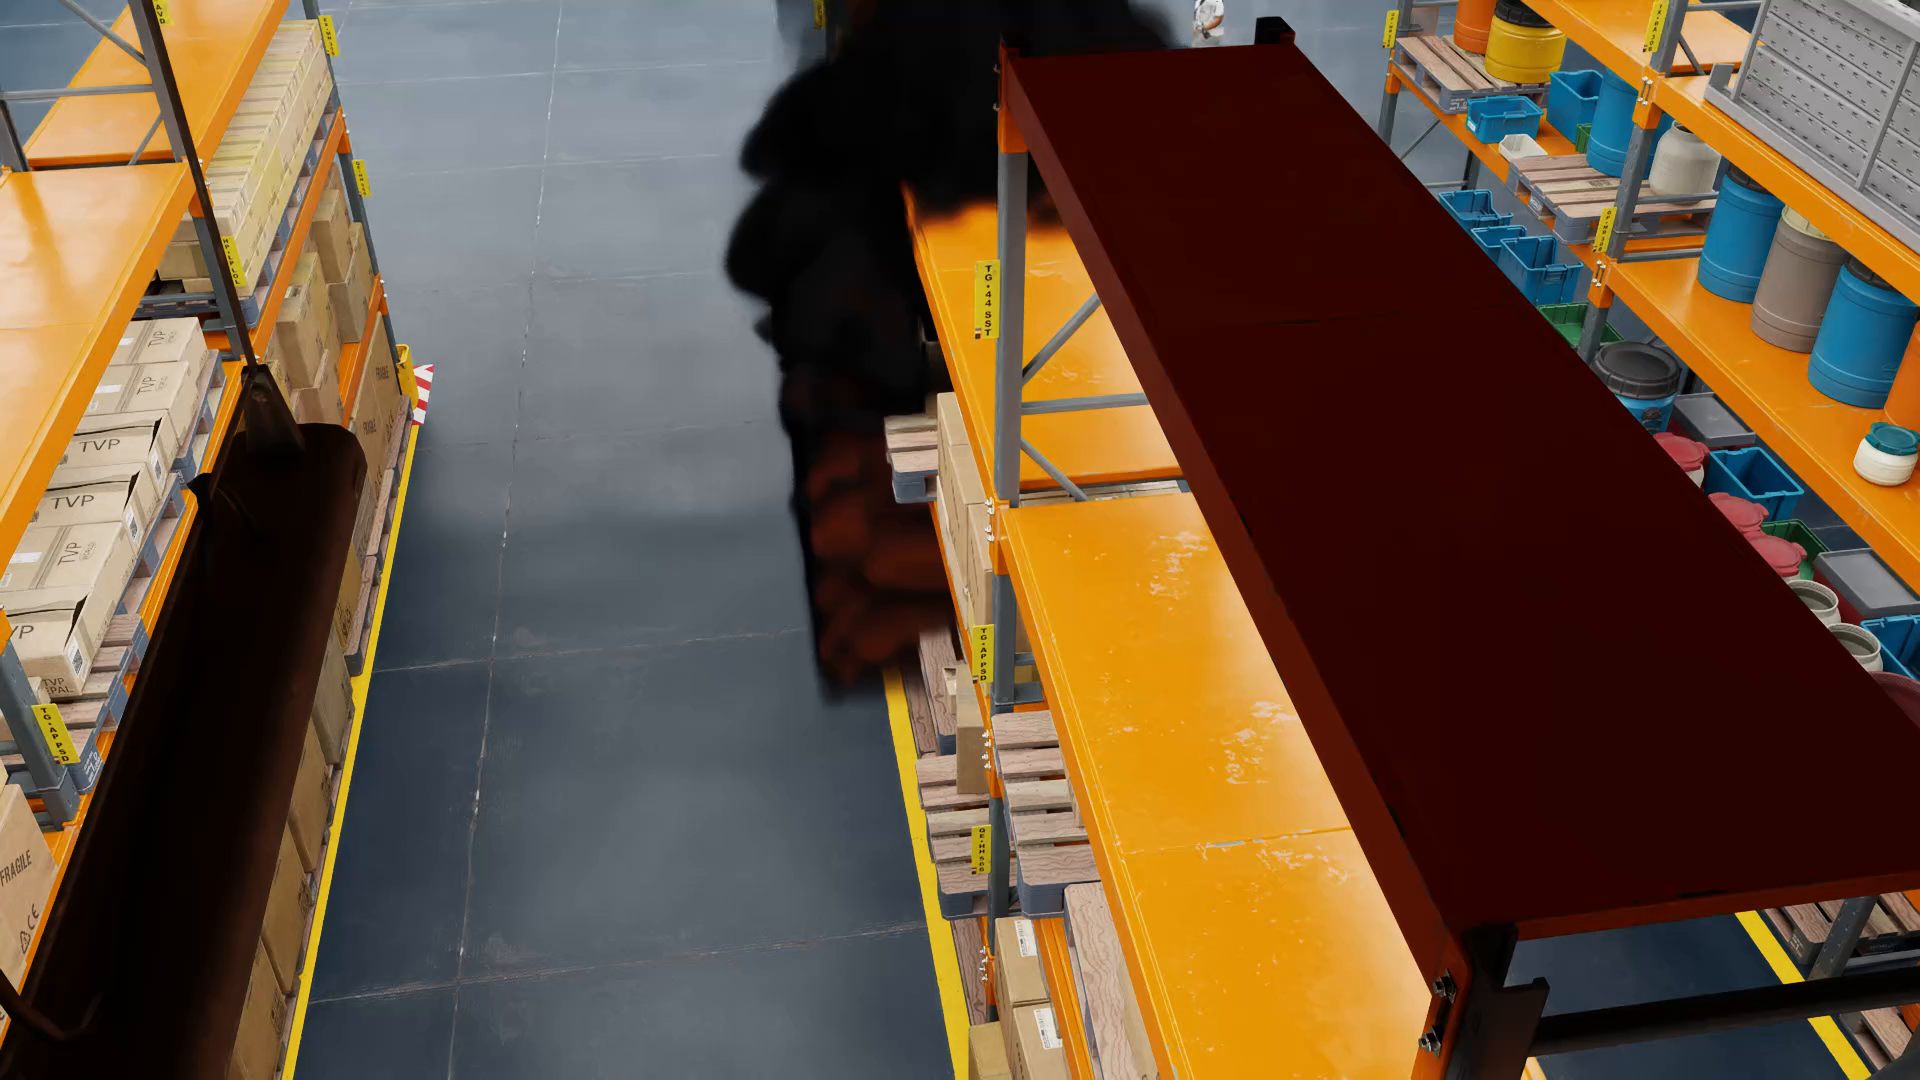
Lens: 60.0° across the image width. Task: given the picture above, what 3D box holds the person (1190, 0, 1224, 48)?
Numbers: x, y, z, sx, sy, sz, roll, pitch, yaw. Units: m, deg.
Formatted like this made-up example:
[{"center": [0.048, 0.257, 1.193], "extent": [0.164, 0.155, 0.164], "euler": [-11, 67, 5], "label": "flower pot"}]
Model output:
[{"center": [3.100, -6.271, 20.611], "extent": [0.726, 1.628, 0.625], "euler": [4, 37, 6], "label": "person"}]
